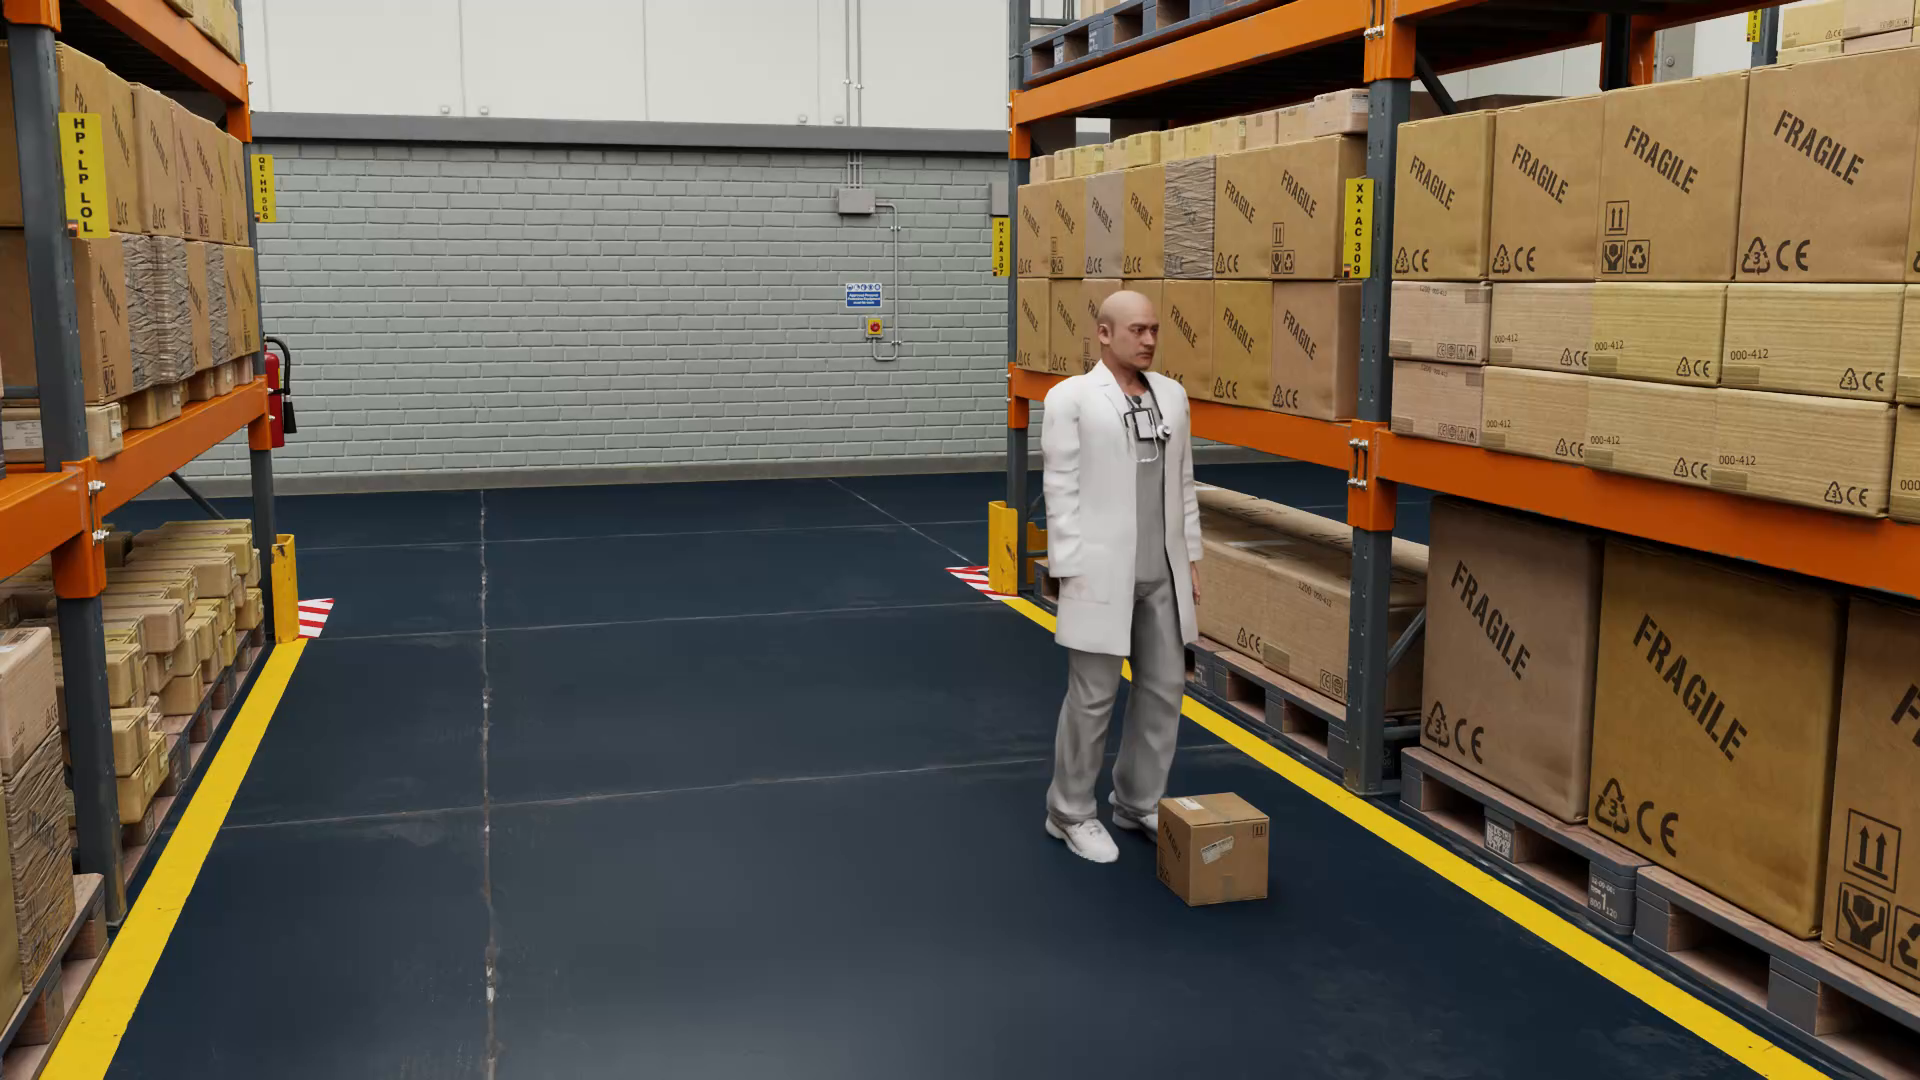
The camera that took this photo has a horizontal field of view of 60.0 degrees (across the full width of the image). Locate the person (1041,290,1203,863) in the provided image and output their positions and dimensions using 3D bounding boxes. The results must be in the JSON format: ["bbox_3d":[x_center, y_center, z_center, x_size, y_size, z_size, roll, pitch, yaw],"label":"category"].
[{"bbox_3d":[0.533,0.111,5.288,0.556,1.790,0.412,-5,10,-28],"label":"person"}]
